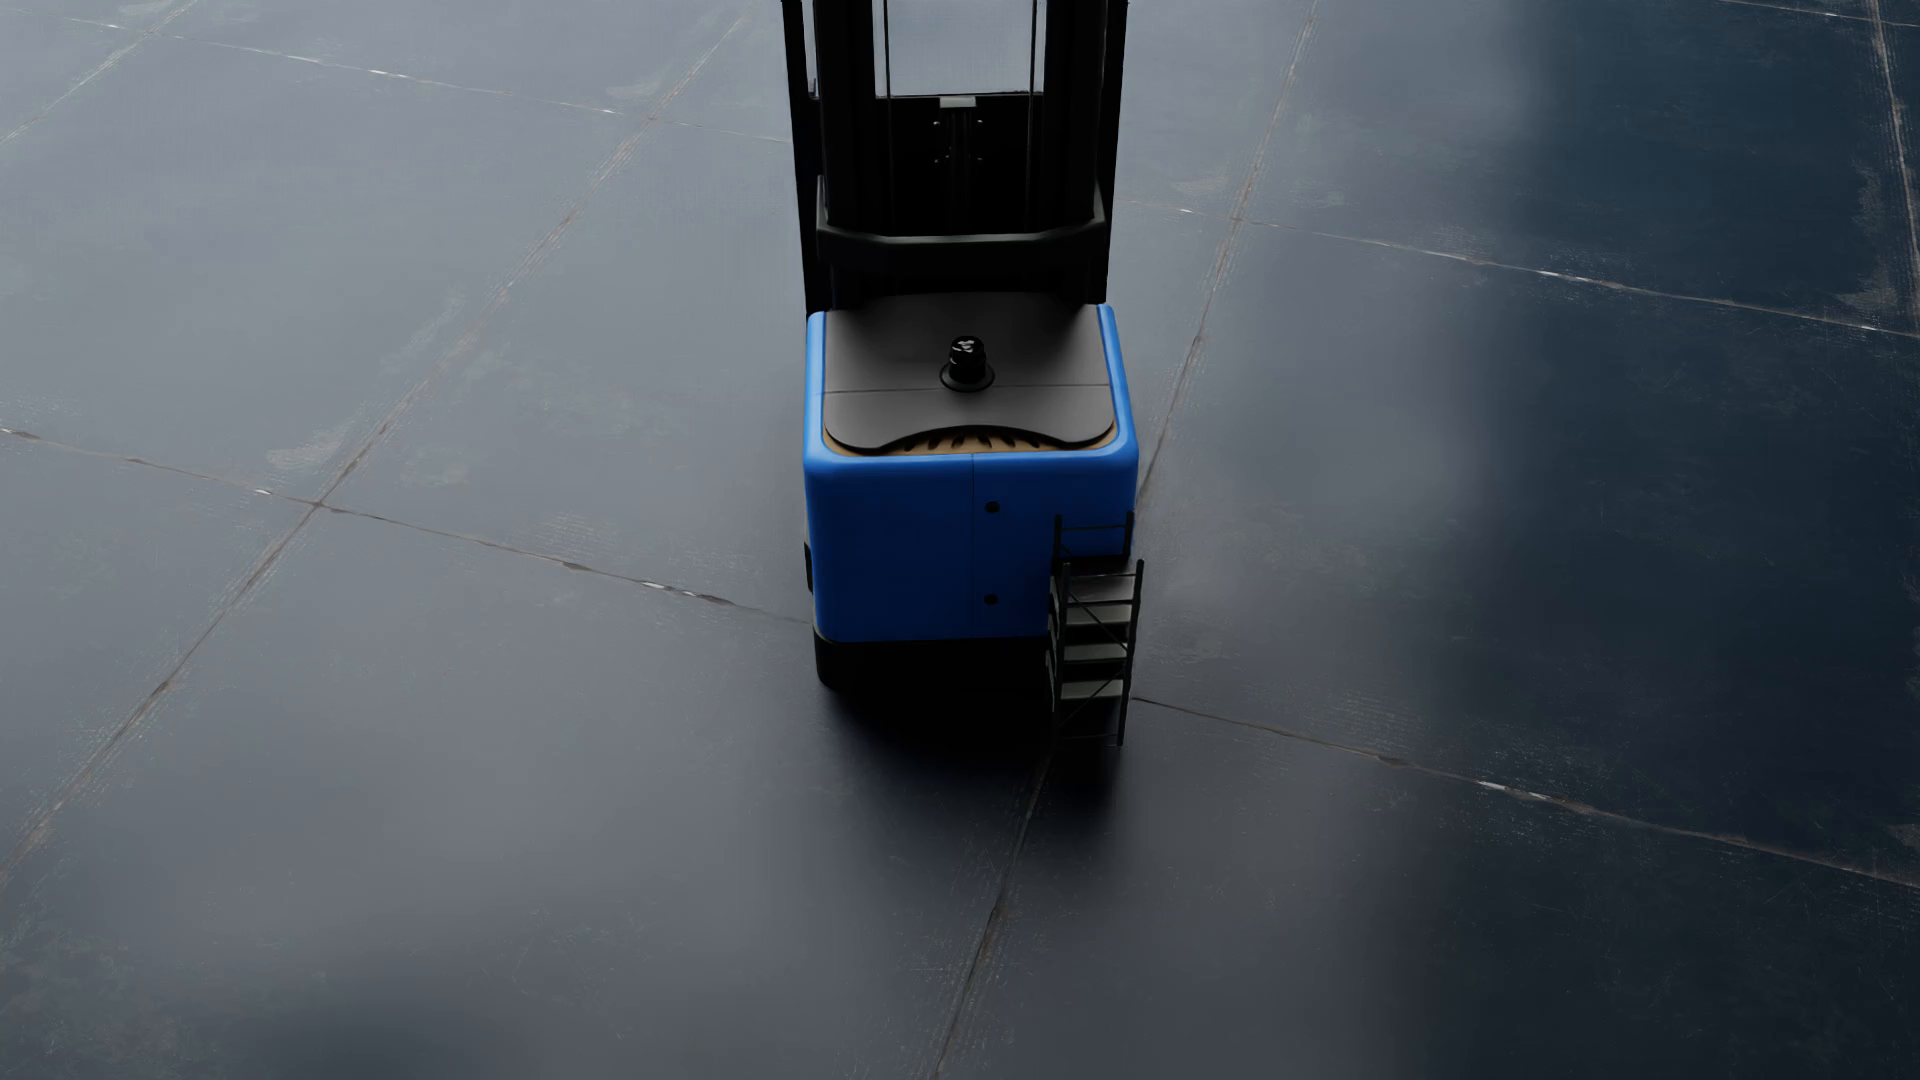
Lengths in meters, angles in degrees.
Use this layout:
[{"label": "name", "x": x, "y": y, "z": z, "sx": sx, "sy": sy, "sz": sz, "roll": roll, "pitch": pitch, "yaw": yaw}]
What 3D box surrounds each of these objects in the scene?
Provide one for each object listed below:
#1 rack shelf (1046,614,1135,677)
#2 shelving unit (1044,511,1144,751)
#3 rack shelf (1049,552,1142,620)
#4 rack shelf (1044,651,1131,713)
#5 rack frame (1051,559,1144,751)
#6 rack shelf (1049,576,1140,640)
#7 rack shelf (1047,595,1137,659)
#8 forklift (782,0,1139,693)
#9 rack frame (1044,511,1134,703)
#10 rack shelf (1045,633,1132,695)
[{"label": "rack shelf", "x": 0.415, "y": 0.329, "z": 5.314, "sx": 0.258, "sy": 0.077, "sz": 0.200, "roll": -3, "pitch": 46, "yaw": -3}, {"label": "shelving unit", "x": 0.415, "y": 0.306, "z": 5.290, "sx": 0.258, "sy": 0.900, "sz": 0.210, "roll": -3, "pitch": 46, "yaw": -3}, {"label": "rack shelf", "x": 0.416, "y": 0.141, "z": 5.121, "sx": 0.258, "sy": 0.077, "sz": 0.200, "roll": -3, "pitch": 46, "yaw": -3}, {"label": "rack shelf", "x": 0.415, "y": 0.455, "z": 5.443, "sx": 0.258, "sy": 0.077, "sz": 0.200, "roll": -3, "pitch": 46, "yaw": -3}, {"label": "rack frame", "x": 0.423, "y": 0.379, "z": 5.219, "sx": 0.240, "sy": 0.900, "sz": 0.006, "roll": -3, "pitch": 46, "yaw": -3}, {"label": "rack shelf", "x": 0.415, "y": 0.204, "z": 5.185, "sx": 0.258, "sy": 0.077, "sz": 0.200, "roll": -3, "pitch": 46, "yaw": -3}, {"label": "rack shelf", "x": 0.415, "y": 0.267, "z": 5.250, "sx": 0.258, "sy": 0.077, "sz": 0.200, "roll": -3, "pitch": 46, "yaw": -3}, {"label": "forklift", "x": -0.027, "y": -1.550, "z": 5.738, "sx": 1.130, "sy": 2.935, "sz": 3.031, "roll": -2, "pitch": 44, "yaw": -2}, {"label": "rack frame", "x": 0.407, "y": 0.234, "z": 5.361, "sx": 0.240, "sy": 0.900, "sz": 0.006, "roll": -3, "pitch": 46, "yaw": -3}, {"label": "rack shelf", "x": 0.415, "y": 0.392, "z": 5.378, "sx": 0.258, "sy": 0.077, "sz": 0.200, "roll": -3, "pitch": 46, "yaw": -3}]
